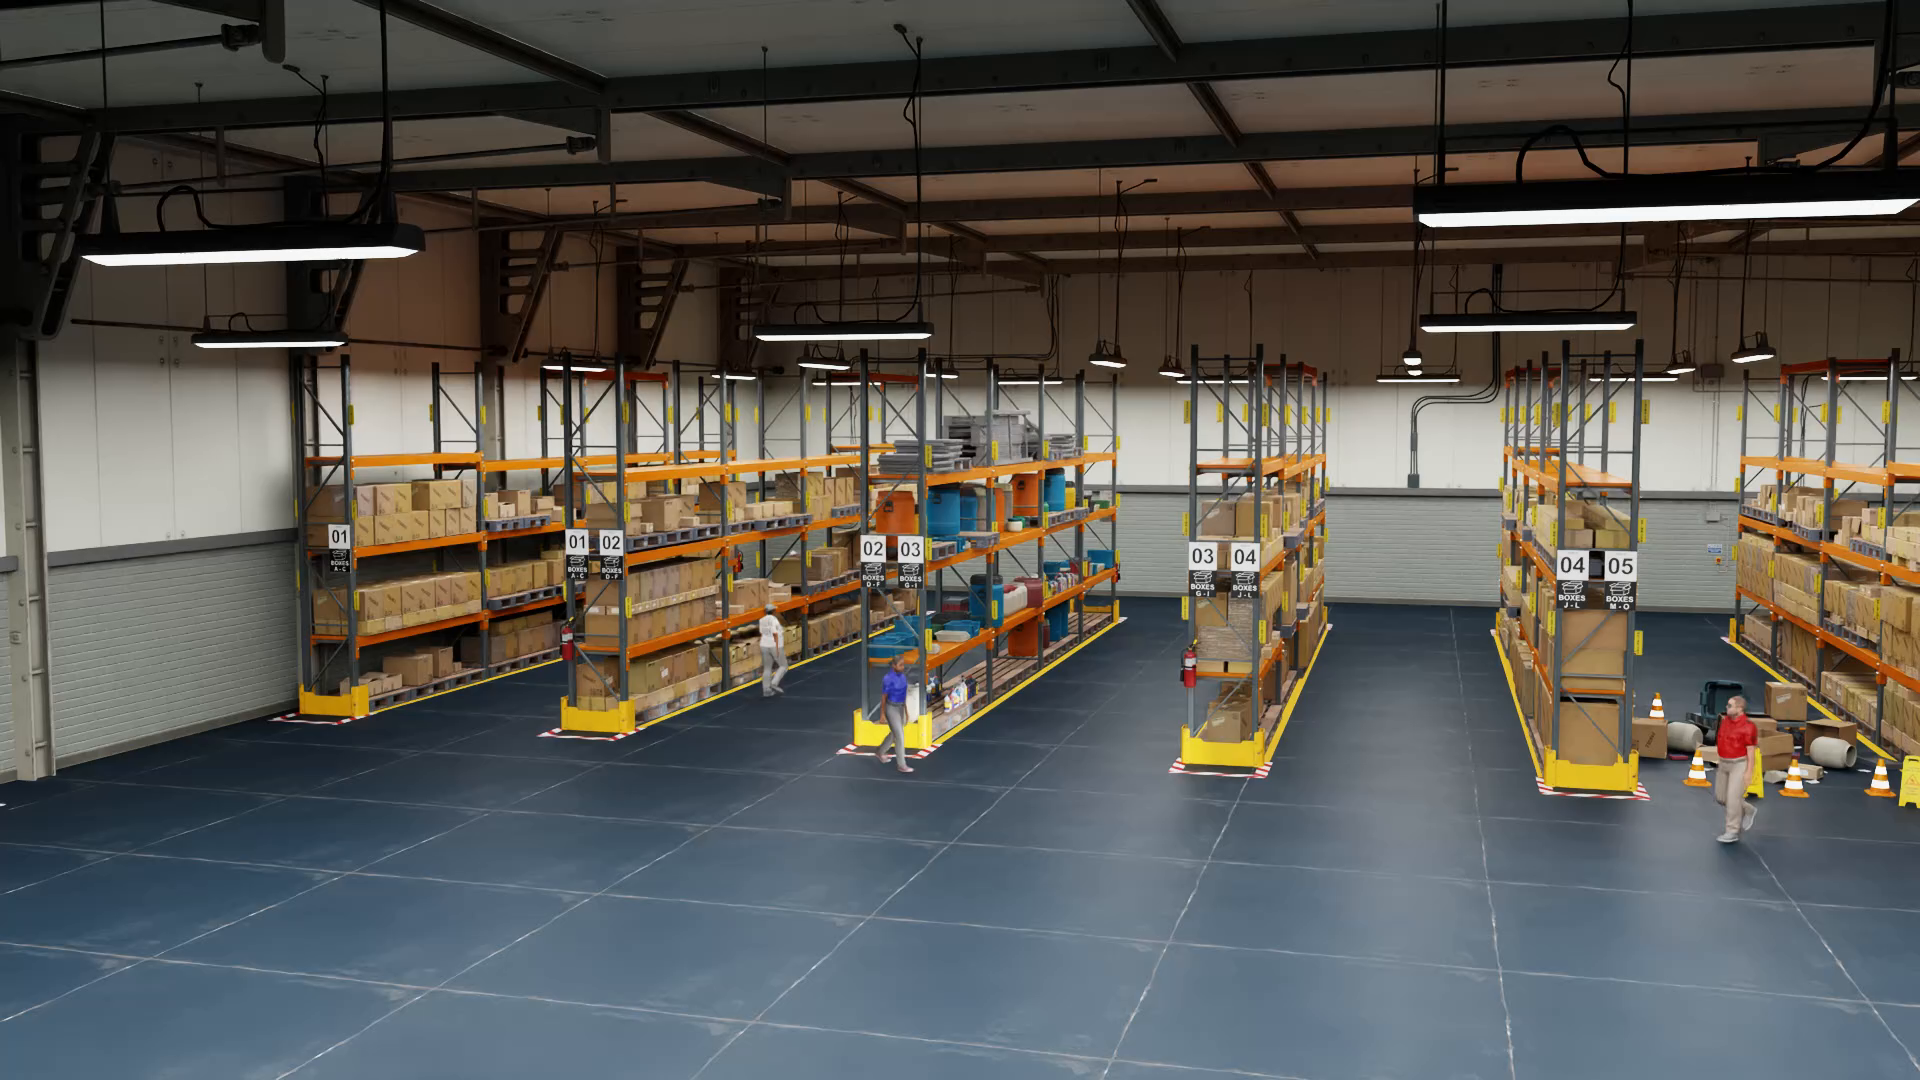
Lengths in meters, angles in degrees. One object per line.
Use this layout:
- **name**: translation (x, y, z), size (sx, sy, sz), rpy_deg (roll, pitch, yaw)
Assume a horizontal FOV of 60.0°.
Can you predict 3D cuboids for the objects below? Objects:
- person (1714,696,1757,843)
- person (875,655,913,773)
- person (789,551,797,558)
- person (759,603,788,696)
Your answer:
- **person**: translation (9.149, 2.668, 19.539), size (0.717, 1.698, 0.538), rpy_deg (-2, 5, -23)
- **person**: translation (-0.941, 2.423, 23.564), size (0.855, 1.616, 0.472), rpy_deg (3, 5, 31)
- **person**: translation (-4.028, 1.119, 39.816), size (0.618, 1.721, 1.050), rpy_deg (1, 4, 11)
- **person**: translation (-3.353, 1.949, 29.643), size (0.546, 1.653, 0.500), rpy_deg (2, 5, 24)
